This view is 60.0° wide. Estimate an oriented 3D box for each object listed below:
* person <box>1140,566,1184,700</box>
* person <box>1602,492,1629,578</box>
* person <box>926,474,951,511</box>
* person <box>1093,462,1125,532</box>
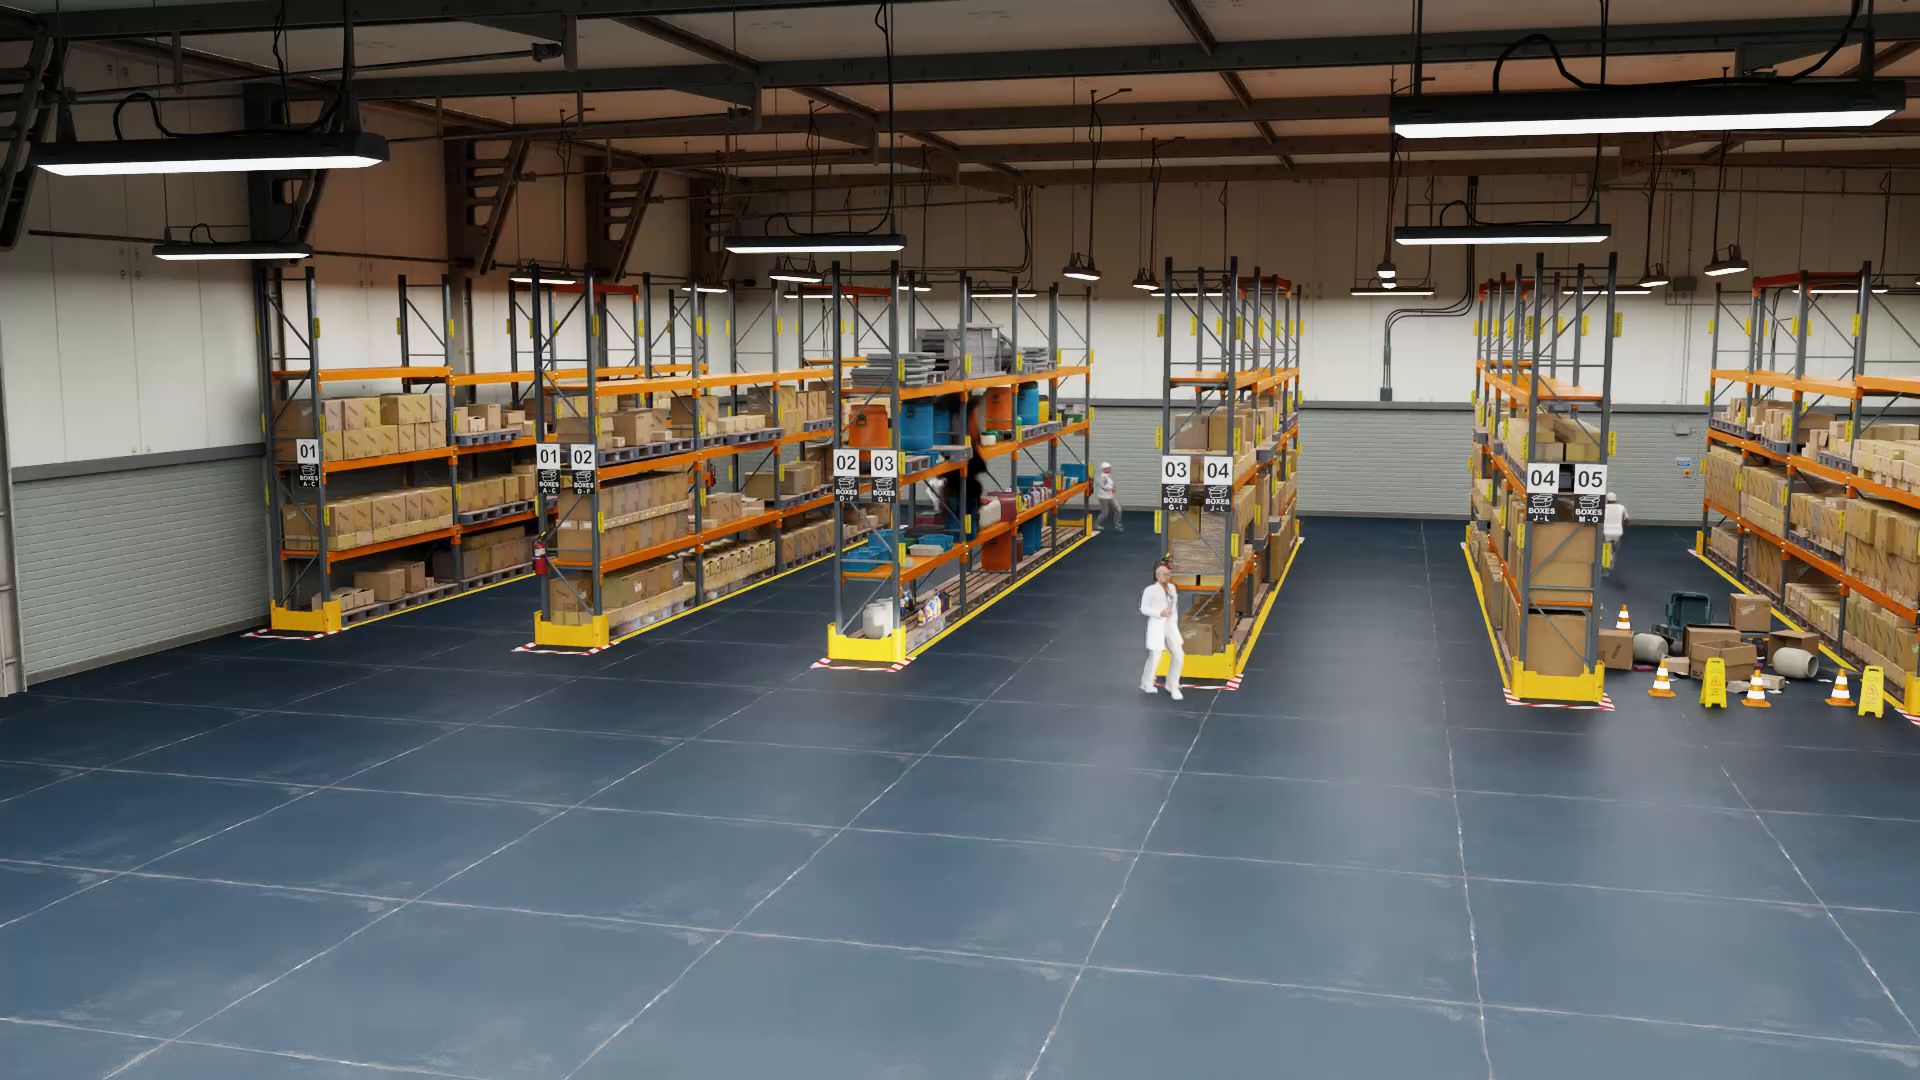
[{"bbox_3d":[2.755,1.265,22.596,0.689,1.820,0.761,-3,8,-25],"label":"person"},{"bbox_3d":[13.109,-0.085,33.484,0.670,1.723,0.772,2,7,12],"label":"person"},{"bbox_3d":[-0.491,-0.956,40.551,0.640,1.659,0.528,-2,7,-14],"label":"person"},{"bbox_3d":[3.651,-1.037,41.158,0.812,1.781,0.665,4,8,27],"label":"person"}]
